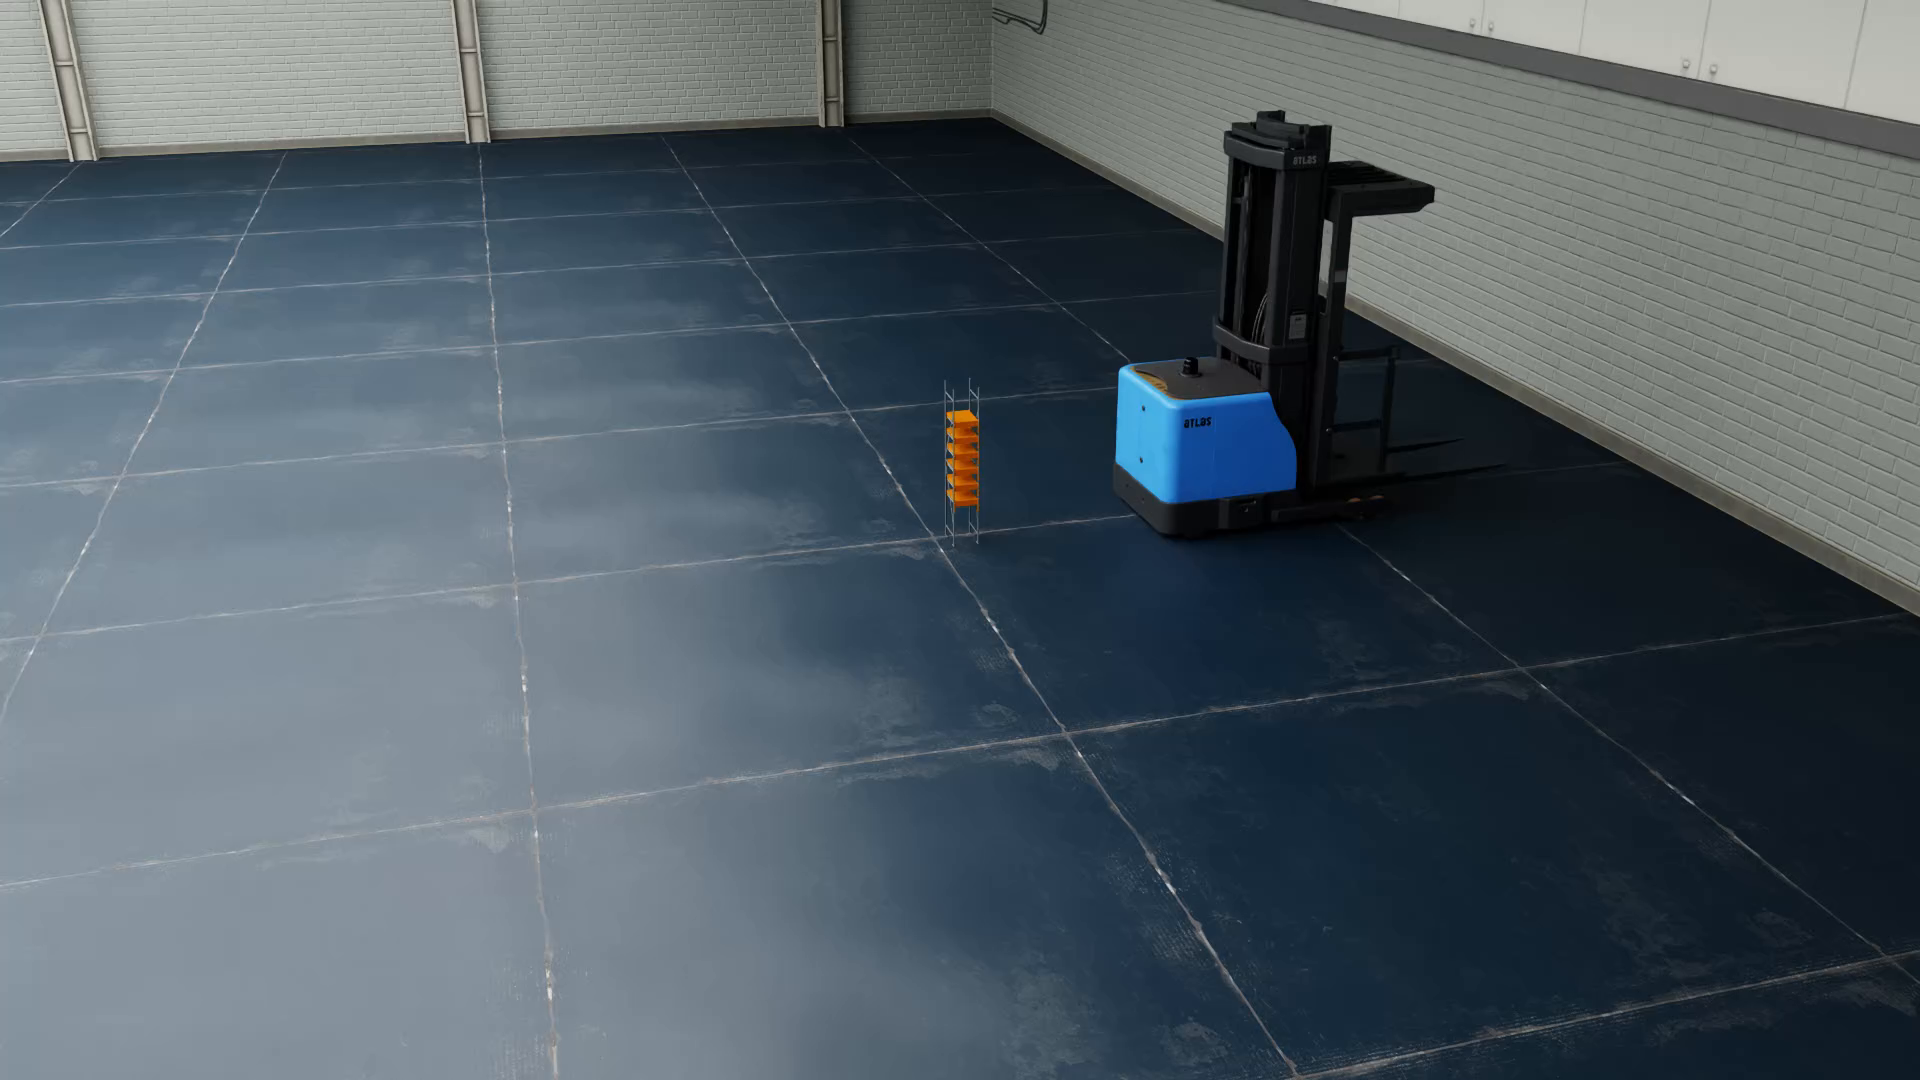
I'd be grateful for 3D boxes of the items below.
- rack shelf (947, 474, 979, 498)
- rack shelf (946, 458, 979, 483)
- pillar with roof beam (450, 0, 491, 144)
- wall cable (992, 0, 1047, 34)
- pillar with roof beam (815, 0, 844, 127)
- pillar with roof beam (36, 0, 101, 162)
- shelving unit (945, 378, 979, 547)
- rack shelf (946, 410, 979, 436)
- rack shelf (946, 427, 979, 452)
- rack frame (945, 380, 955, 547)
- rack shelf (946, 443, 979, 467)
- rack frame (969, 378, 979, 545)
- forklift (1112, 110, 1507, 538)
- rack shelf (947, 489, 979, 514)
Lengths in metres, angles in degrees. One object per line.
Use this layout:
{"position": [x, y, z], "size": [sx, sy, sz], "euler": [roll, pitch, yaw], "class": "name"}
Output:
{"position": [0.014, -0.402, 12.082], "size": [0.180, 0.103, 0.258], "euler": [-6, 24, -14], "class": "rack shelf"}
{"position": [0.014, -0.512, 12.035], "size": [0.180, 0.103, 0.258], "euler": [-6, 24, -14], "class": "rack shelf"}
{"position": [-6.873, -9.154, 22.171], "size": [0.400, 9.000, 9.100], "euler": [-6, 24, -14], "class": "pillar with roof beam"}
{"position": [0.934, -9.812, 27.643], "size": [0.112, 2.526, 3.097], "euler": [-6, 24, -14], "class": "wall cable"}
{"position": [-1.096, -9.793, 23.661], "size": [0.400, 9.000, 9.100], "euler": [-6, 24, -14], "class": "pillar with roof beam"}
{"position": [-12.650, -8.515, 20.682], "size": [0.400, 9.000, 9.100], "euler": [-6, 24, -14], "class": "pillar with roof beam"}
{"position": [0.014, -0.553, 12.017], "size": [0.189, 1.200, 0.258], "euler": [-6, 24, -14], "class": "shelving unit"}
{"position": [0.014, -0.843, 11.893], "size": [0.180, 0.103, 0.258], "euler": [-6, 24, -14], "class": "rack shelf"}
{"position": [0.014, -0.733, 11.940], "size": [0.180, 0.103, 0.258], "euler": [-6, 24, -14], "class": "rack shelf"}
{"position": [-0.074, -0.543, 11.994], "size": [0.006, 1.200, 0.240], "euler": [-6, 24, -14], "class": "rack frame"}
{"position": [0.014, -0.622, 11.987], "size": [0.180, 0.103, 0.258], "euler": [-6, 24, -14], "class": "rack shelf"}
{"position": [0.102, -0.563, 12.040], "size": [0.006, 1.200, 0.240], "euler": [-6, 24, -14], "class": "rack frame"}
{"position": [2.766, -1.687, 12.465], "size": [3.031, 2.935, 1.130], "euler": [-7, 24, -16], "class": "forklift"}
{"position": [0.014, -0.292, 12.129], "size": [0.180, 0.103, 0.258], "euler": [-6, 24, -14], "class": "rack shelf"}
